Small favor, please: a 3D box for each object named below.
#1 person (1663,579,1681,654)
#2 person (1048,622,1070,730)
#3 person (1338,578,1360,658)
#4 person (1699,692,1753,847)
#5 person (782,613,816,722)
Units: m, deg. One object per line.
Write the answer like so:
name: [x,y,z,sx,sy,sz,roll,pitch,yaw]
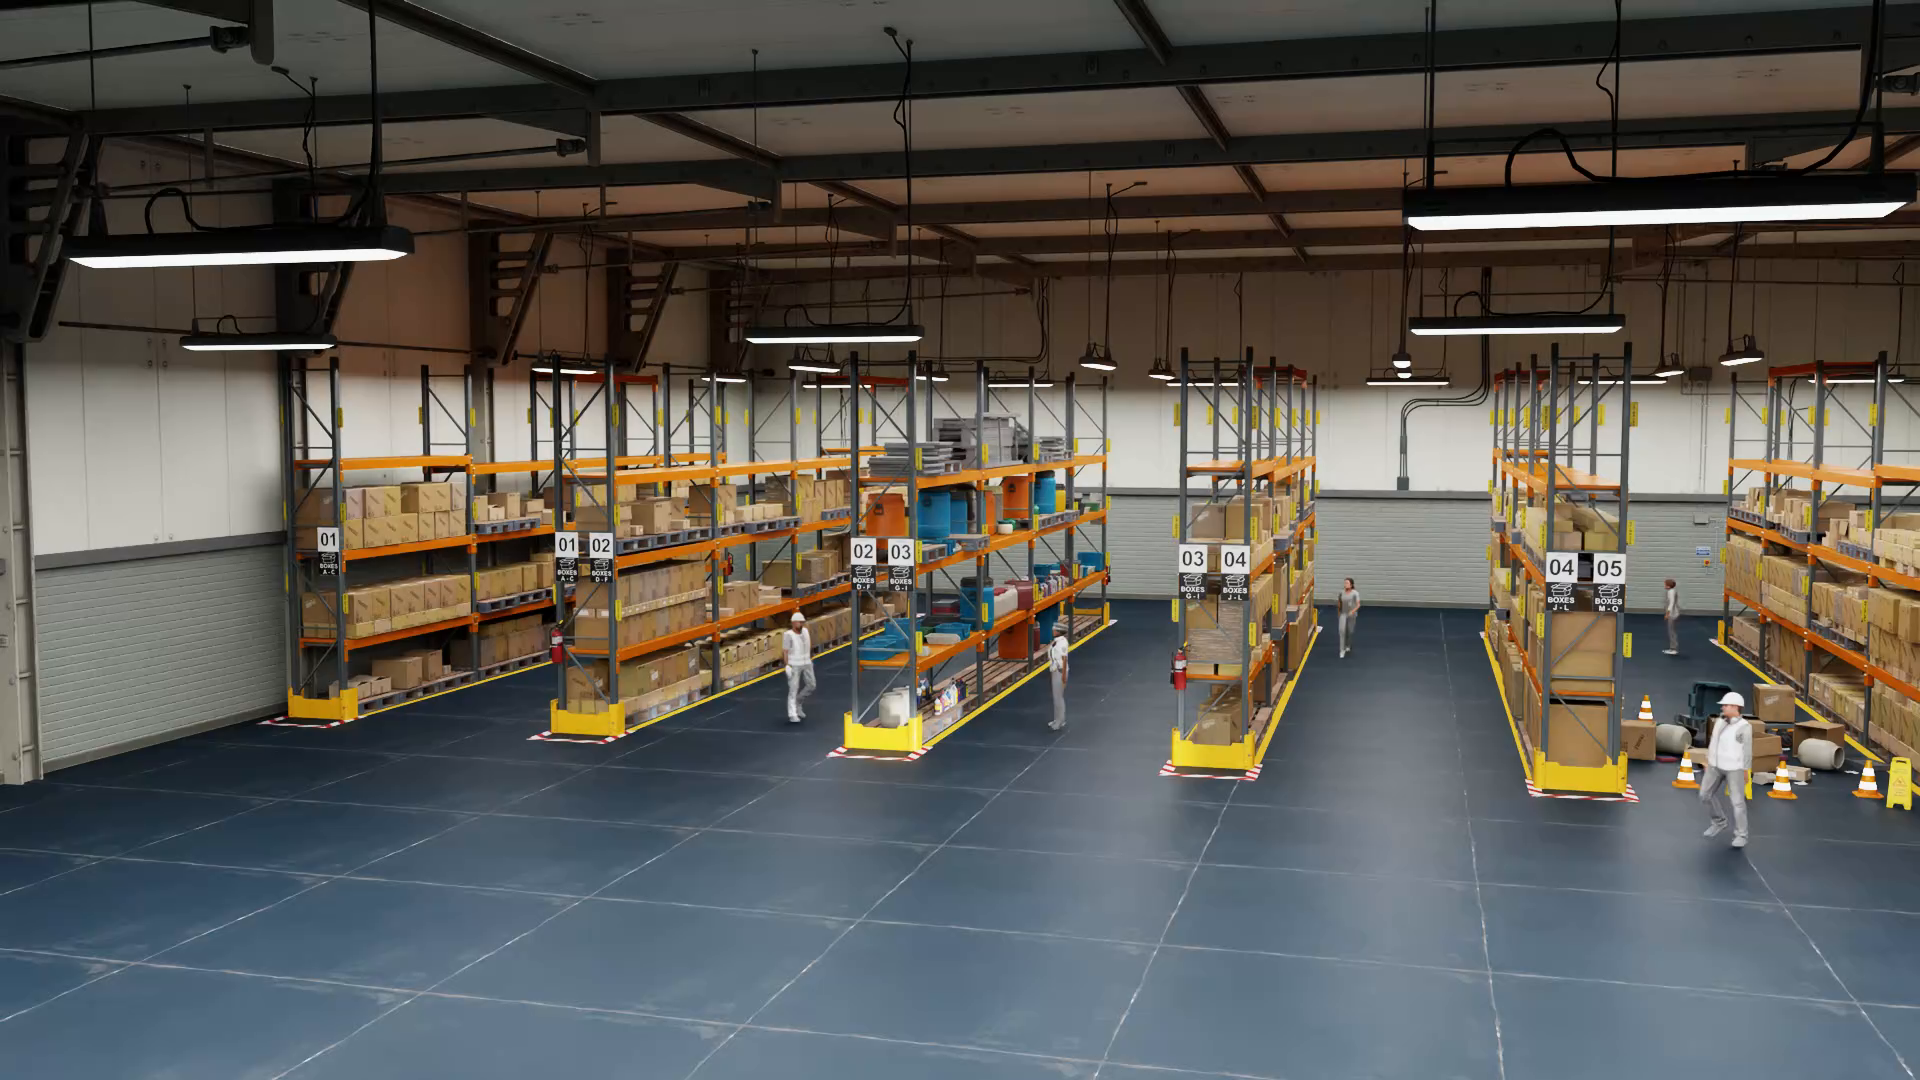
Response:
person: [15.092,1.623,35.260,0.346,1.604,0.433,3,5,34]
person: [1.596,2.195,26.988,0.364,1.719,0.583,-1,4,-7]
person: [8.215,1.617,35.136,0.462,1.649,0.982,1,4,15]
person: [9.020,2.669,19.536,0.405,1.785,0.596,-2,5,-28]
person: [-2.664,2.086,27.493,0.525,1.782,0.714,4,6,44]
